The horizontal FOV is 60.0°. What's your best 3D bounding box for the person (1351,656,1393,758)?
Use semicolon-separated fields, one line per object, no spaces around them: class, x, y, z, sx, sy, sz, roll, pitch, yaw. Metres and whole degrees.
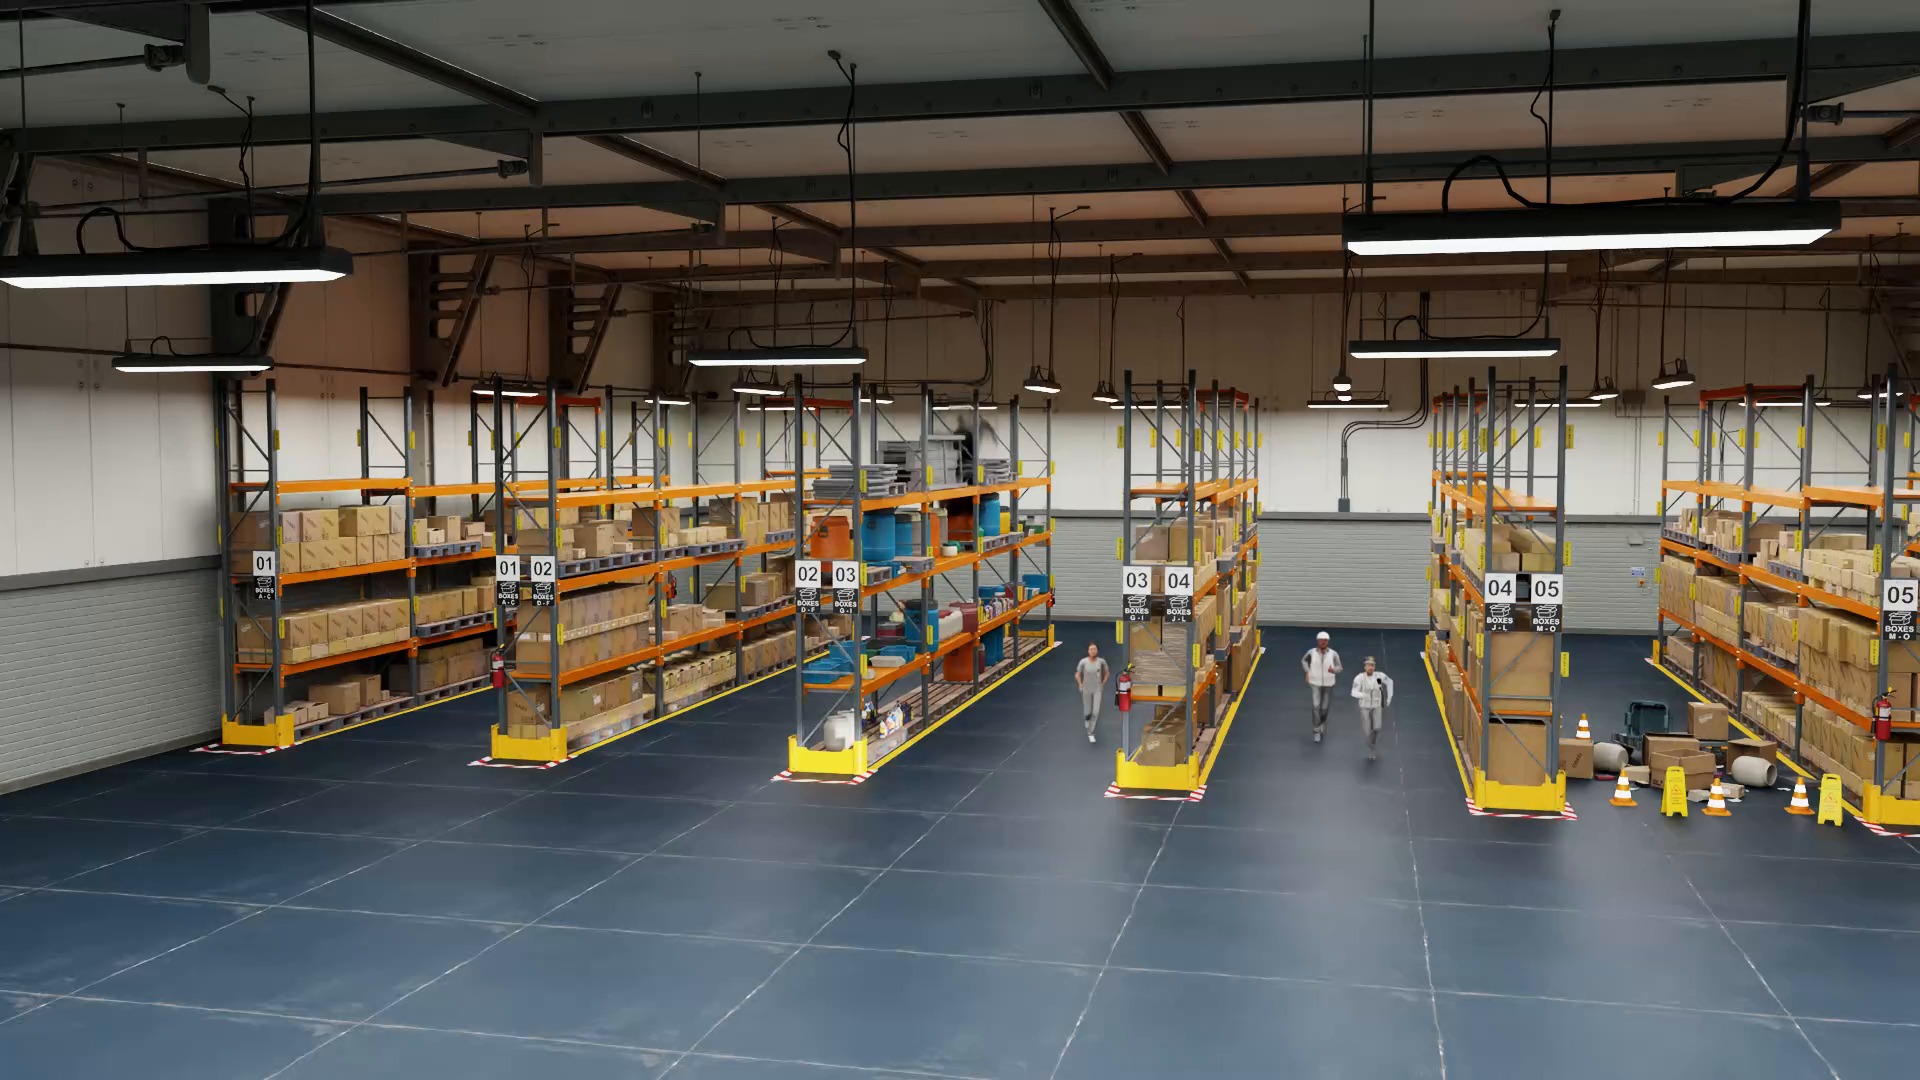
person;6.411;2.611;25.850;0.648;1.643;0.728;1;3;9

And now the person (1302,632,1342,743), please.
person;6.066;2.434;27.856;0.650;1.811;0.871;0;3;6

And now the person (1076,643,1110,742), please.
person;2.225;2.531;27.884;0.573;1.640;0.624;0;3;2

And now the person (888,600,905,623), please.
person;-1.255;2.082;35.194;0.631;1.622;0.551;1;4;16
